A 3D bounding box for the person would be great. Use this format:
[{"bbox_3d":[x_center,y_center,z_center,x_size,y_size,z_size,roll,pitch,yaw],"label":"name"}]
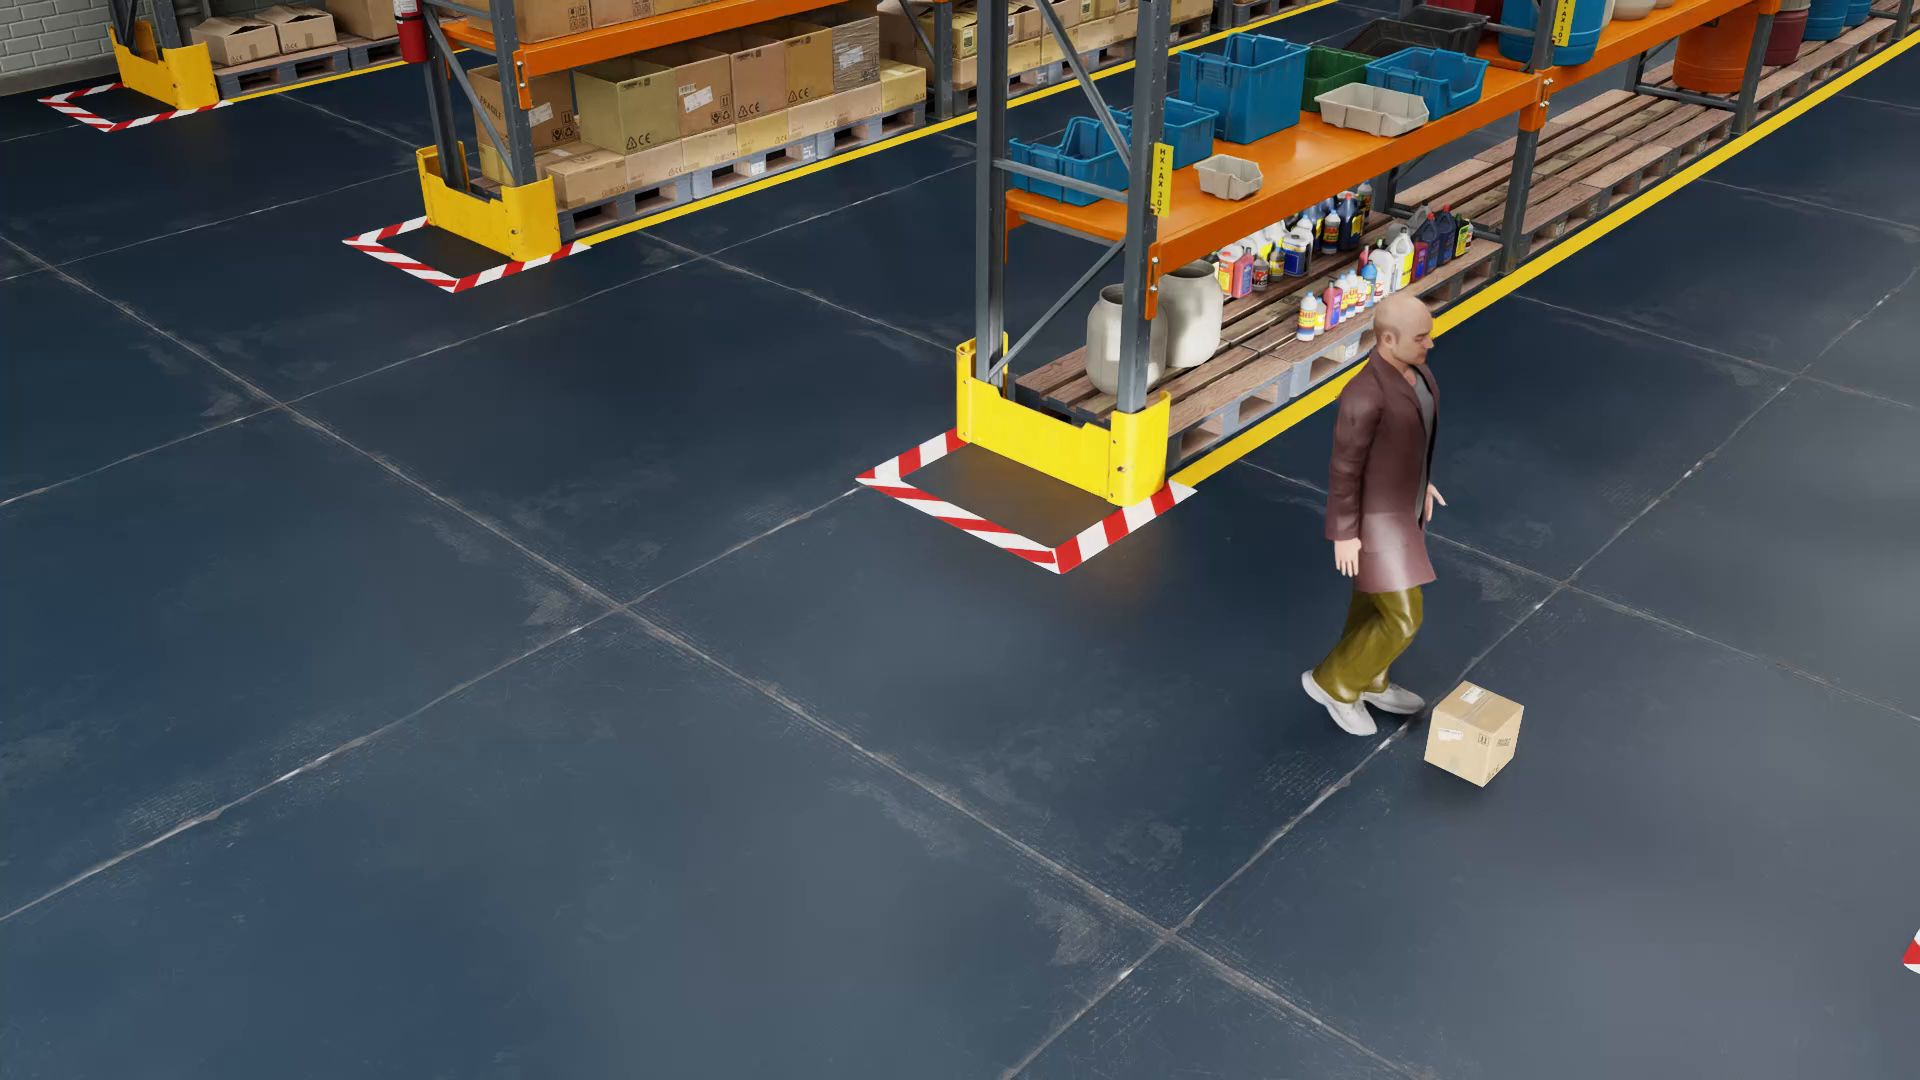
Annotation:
[{"bbox_3d":[1.648,-0.083,6.298,0.447,1.812,0.640,17,35,26],"label":"person"}]
